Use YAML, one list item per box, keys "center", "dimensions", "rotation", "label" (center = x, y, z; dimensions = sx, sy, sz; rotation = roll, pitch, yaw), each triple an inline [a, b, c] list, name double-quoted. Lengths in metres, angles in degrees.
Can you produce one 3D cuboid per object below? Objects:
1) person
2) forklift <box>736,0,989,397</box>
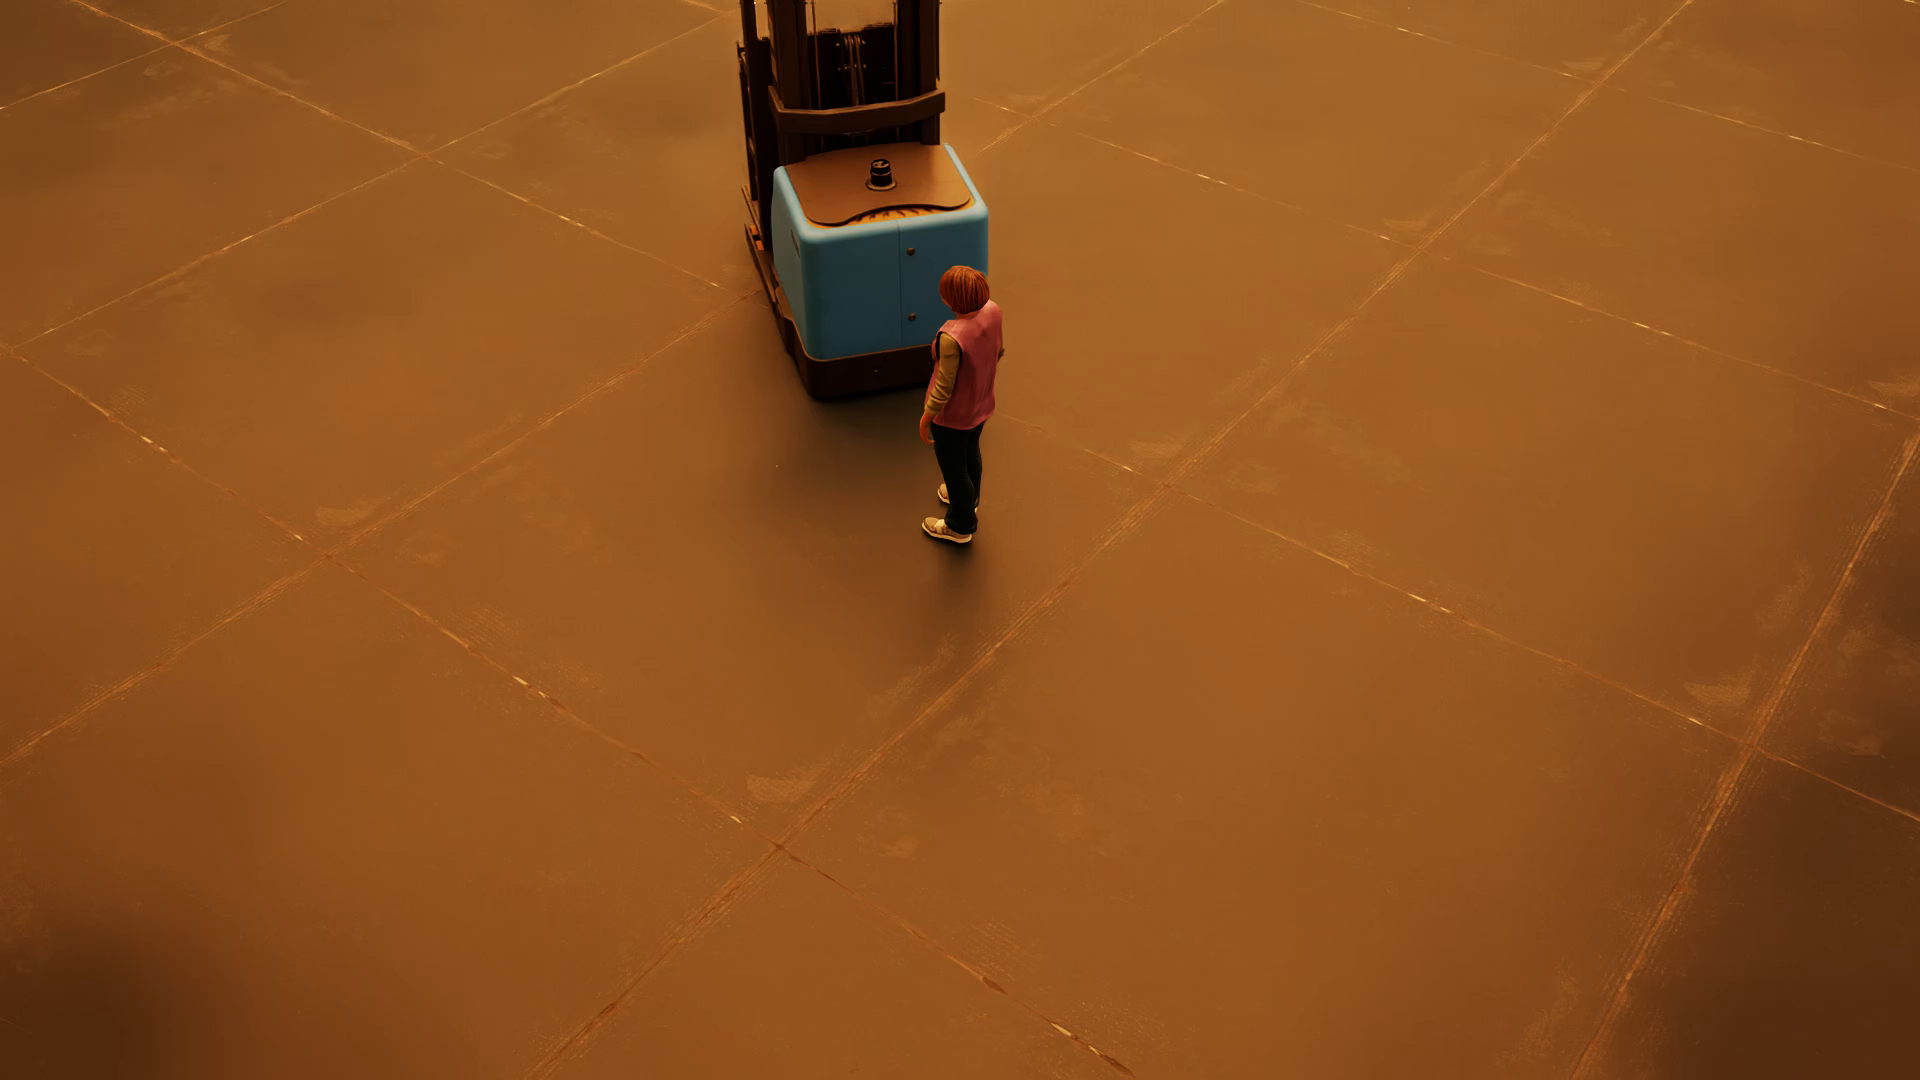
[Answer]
- center: [-0.051, -0.649, 7.854]
  dimensions: [0.473, 1.599, 0.521]
  rotation: [26, 47, 28]
  label: "person"
- center: [-0.720, -2.867, 9.437]
  dimensions: [1.130, 2.935, 3.031]
  rotation: [-10, 42, -12]
  label: "forklift"
